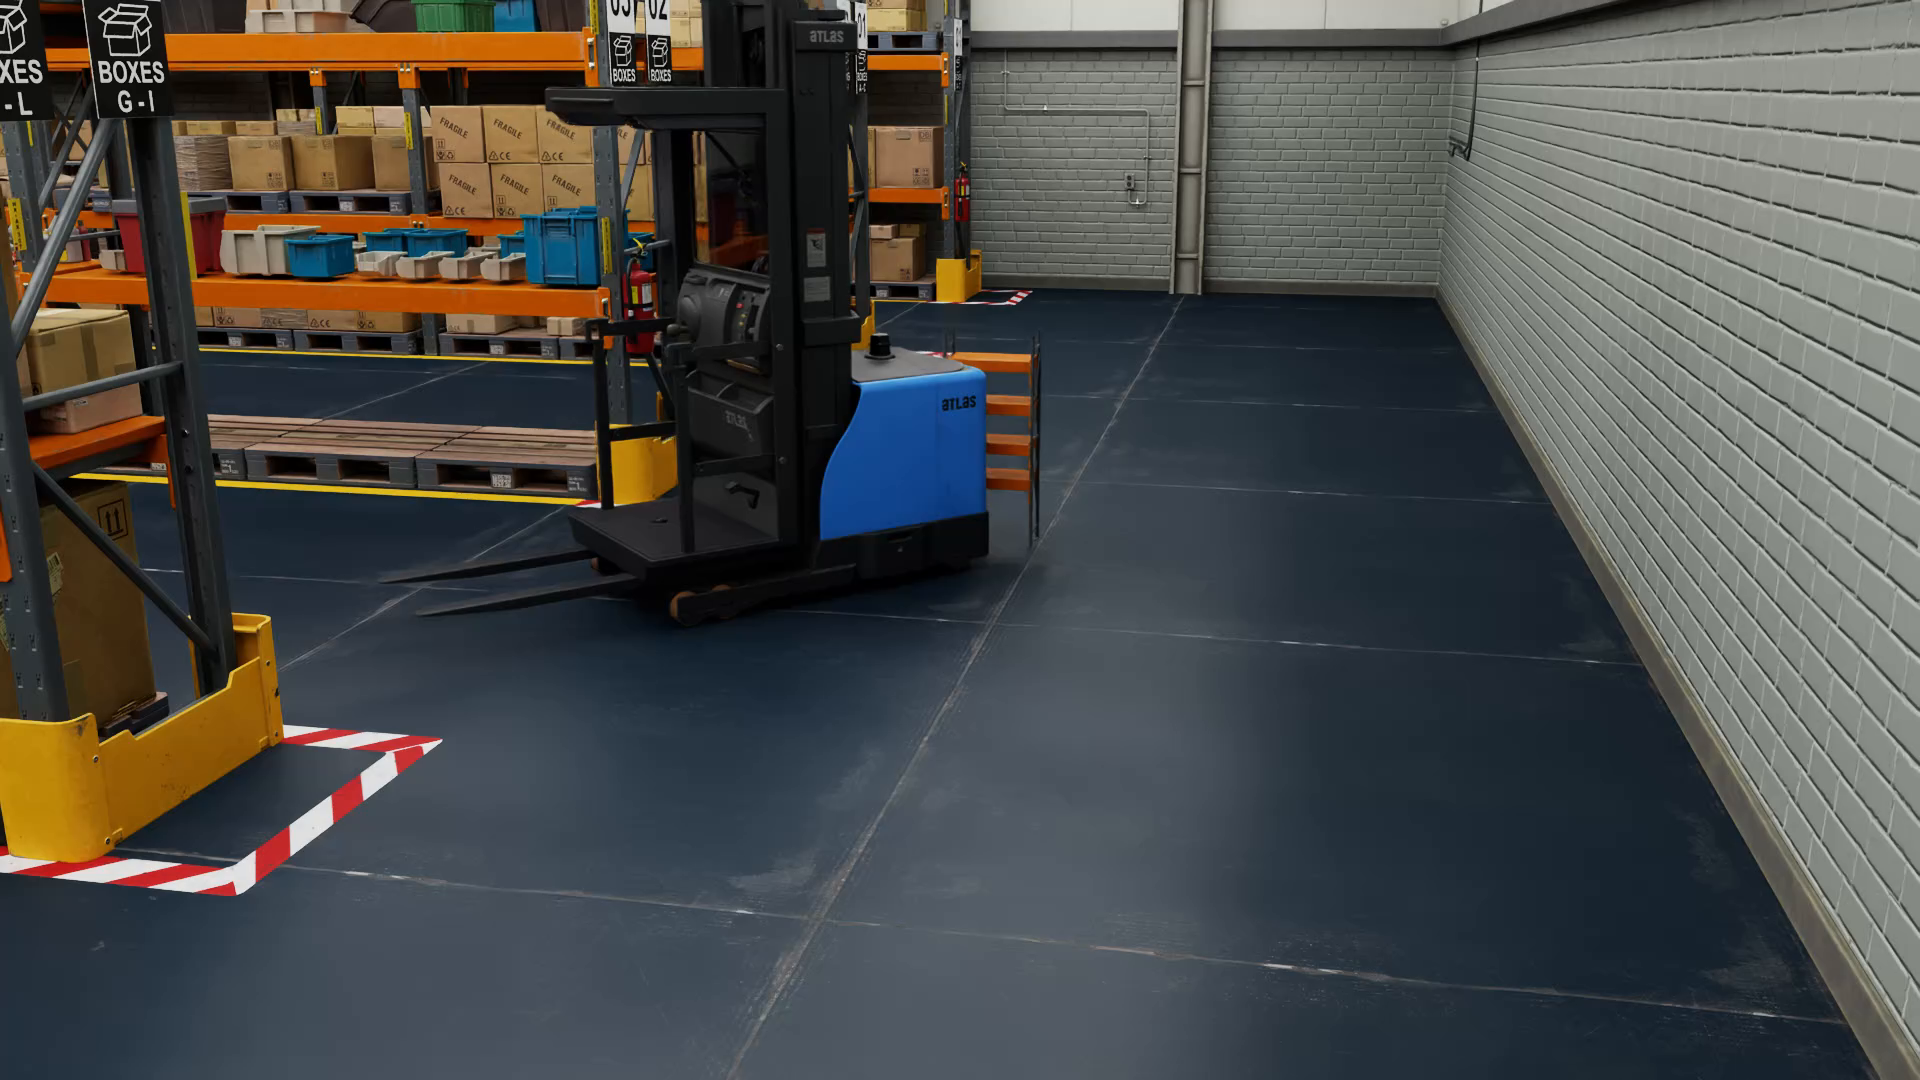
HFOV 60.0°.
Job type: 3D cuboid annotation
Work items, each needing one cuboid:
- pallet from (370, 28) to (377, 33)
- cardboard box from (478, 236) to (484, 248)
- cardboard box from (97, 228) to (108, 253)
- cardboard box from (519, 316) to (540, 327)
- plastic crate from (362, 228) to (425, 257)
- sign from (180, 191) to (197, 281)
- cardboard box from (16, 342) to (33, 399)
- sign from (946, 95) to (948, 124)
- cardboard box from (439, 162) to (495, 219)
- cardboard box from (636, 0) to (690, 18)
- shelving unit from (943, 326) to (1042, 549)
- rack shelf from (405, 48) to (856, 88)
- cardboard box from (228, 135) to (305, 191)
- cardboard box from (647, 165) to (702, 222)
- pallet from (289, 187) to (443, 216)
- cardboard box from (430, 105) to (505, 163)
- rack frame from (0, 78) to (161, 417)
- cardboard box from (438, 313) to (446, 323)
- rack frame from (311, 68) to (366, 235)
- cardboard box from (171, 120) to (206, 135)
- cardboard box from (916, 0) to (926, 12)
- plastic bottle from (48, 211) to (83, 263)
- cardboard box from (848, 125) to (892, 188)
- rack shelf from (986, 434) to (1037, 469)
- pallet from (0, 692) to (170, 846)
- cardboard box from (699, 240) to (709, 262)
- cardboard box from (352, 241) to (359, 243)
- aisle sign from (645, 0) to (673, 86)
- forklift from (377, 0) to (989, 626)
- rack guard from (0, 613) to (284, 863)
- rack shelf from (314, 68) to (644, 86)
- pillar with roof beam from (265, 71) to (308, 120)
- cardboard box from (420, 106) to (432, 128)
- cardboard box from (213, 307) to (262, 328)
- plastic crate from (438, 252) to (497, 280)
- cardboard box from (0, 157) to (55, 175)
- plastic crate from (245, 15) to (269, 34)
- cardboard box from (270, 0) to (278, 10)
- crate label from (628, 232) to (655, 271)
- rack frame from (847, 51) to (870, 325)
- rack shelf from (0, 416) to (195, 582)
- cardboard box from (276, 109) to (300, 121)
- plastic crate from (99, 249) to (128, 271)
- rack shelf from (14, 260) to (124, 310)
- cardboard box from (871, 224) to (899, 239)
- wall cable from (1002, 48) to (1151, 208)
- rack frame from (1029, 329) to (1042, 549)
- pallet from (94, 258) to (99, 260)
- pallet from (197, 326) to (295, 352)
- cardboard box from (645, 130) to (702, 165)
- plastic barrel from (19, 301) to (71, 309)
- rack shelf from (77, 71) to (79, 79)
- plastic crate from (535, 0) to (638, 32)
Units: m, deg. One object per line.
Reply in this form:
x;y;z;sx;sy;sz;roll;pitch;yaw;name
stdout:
-5.558;-4.734;15.695;1.003;0.211;1.213;3;16;11;pallet
-6.318;-3.879;21.117;0.750;0.750;0.750;3;16;11;cardboard box
-11.065;-4.020;22.243;0.500;0.500;0.700;4;16;13;cardboard box
-4.318;-2.377;16.312;0.500;0.500;0.500;3;16;11;cardboard box
-3.765;-1.951;11.117;0.300;0.233;0.416;3;16;11;plastic crate
-2.875;-1.122;6.153;0.005;0.325;0.100;3;16;11;sign
-3.519;-0.549;5.579;0.500;0.250;0.500;3;16;10;cardboard box
-0.152;-4.940;19.094;0.005;0.325;0.100;3;16;11;sign
-4.488;-3.275;15.510;0.500;0.500;0.500;4;16;13;cardboard box
-2.547;-4.742;14.717;0.500;0.250;0.500;3;16;11;cardboard box
0.181;-0.572;9.309;0.503;1.200;0.258;3;16;12;shelving unit
-2.973;-4.318;15.190;4.000;0.370;1.077;3;16;11;rack shelf
-6.677;-3.654;16.090;0.500;0.500;0.700;-1;16;-3;cardboard box
-2.504;-3.168;15.124;0.500;0.500;0.500;3;16;12;cardboard box
-5.695;-3.304;16.161;1.213;0.211;1.003;3;16;11;pallet
-4.528;-3.757;15.376;0.500;0.500;0.500;4;16;13;cardboard box
-5.924;-2.030;11.202;0.127;3.000;1.000;3;16;11;rack frame
-5.359;-2.422;16.477;0.500;0.500;0.500;2;16;9;cardboard box
-7.870;-4.834;21.326;0.127;3.000;1.000;3;16;11;rack frame
-10.100;-5.213;21.681;0.500;0.500;0.700;5;16;19;cardboard box
-0.697;-6.496;19.608;0.500;0.500;0.500;2;16;9;cardboard box
-6.244;-2.112;11.590;0.185;0.351;0.144;3;16;11;plastic bottle
-1.247;-4.614;19.967;0.700;0.700;0.980;3;16;11;cardboard box
0.181;-0.507;9.327;0.480;0.148;0.258;3;16;12;rack shelf
-3.790;0.800;6.208;1.213;0.211;1.003;3;16;11;pallet
-3.237;-3.553;20.595;0.500;0.500;0.700;3;16;12;cardboard box
-6.339;-2.837;16.569;0.500;0.250;0.500;3;16;11;cardboard box
-1.875;-3.144;10.353;0.004;0.787;0.394;3;16;11;aisle sign
-1.354;-1.158;8.182;3.031;2.935;1.130;-10;18;-32;forklift
-2.968;0.684;6.085;0.348;0.500;1.175;3;16;11;rack guard
-5.910;-5.827;20.637;4.000;0.370;1.077;3;16;11;rack shelf
-9.829;-6.895;17.526;0.400;9.000;9.100;3;16;11;pillar with roof beam
-6.459;-5.251;20.645;0.500;0.250;0.500;3;16;11;cardboard box
-6.947;-2.366;16.273;0.500;0.500;0.500;3;16;9;cardboard box
-3.121;-1.734;10.516;0.243;0.136;0.396;3;16;11;plastic crate
-12.314;-4.931;21.916;0.500;0.250;0.500;3;16;11;cardboard box
-4.602;-3.380;10.952;0.466;0.136;0.293;3;16;11;plastic crate
-6.072;-5.146;15.669;0.600;0.600;0.600;3;16;10;cardboard box
-2.181;-1.865;10.806;0.303;0.233;0.416;3;16;11;crate label
-1.014;-3.113;15.111;0.127;3.000;1.000;3;16;11;rack frame
-4.951;-0.281;6.236;4.000;0.370;1.077;3;16;11;rack shelf
-8.532;-5.431;21.253;0.250;0.149;0.380;0;15;2;cardboard box
-5.496;-1.870;11.004;0.243;0.136;0.396;3;16;11;plastic crate
-7.884;-1.790;11.682;4.000;0.370;1.077;3;16;11;rack shelf
-0.898;-3.689;19.873;0.250;0.149;0.380;3;16;10;cardboard box
1.413;-5.078;20.301;1.851;1.984;0.084;3;16;11;wall cable
0.419;-0.558;9.257;0.015;1.200;0.240;3;16;12;rack frame
-11.026;-3.662;22.318;1.213;0.211;1.003;3;16;11;pallet
-6.937;-2.079;16.604;1.213;0.211;1.003;3;16;11;pallet
-2.509;-3.648;14.981;0.500;0.500;0.500;4;16;13;cardboard box
-6.454;-1.255;11.546;0.708;0.901;0.600;3;16;11;plastic barrel
-13.749;-6.253;22.174;4.000;0.370;1.077;3;16;11;rack shelf
-2.326;-3.293;10.388;0.590;0.269;0.497;3;16;11;plastic crate
